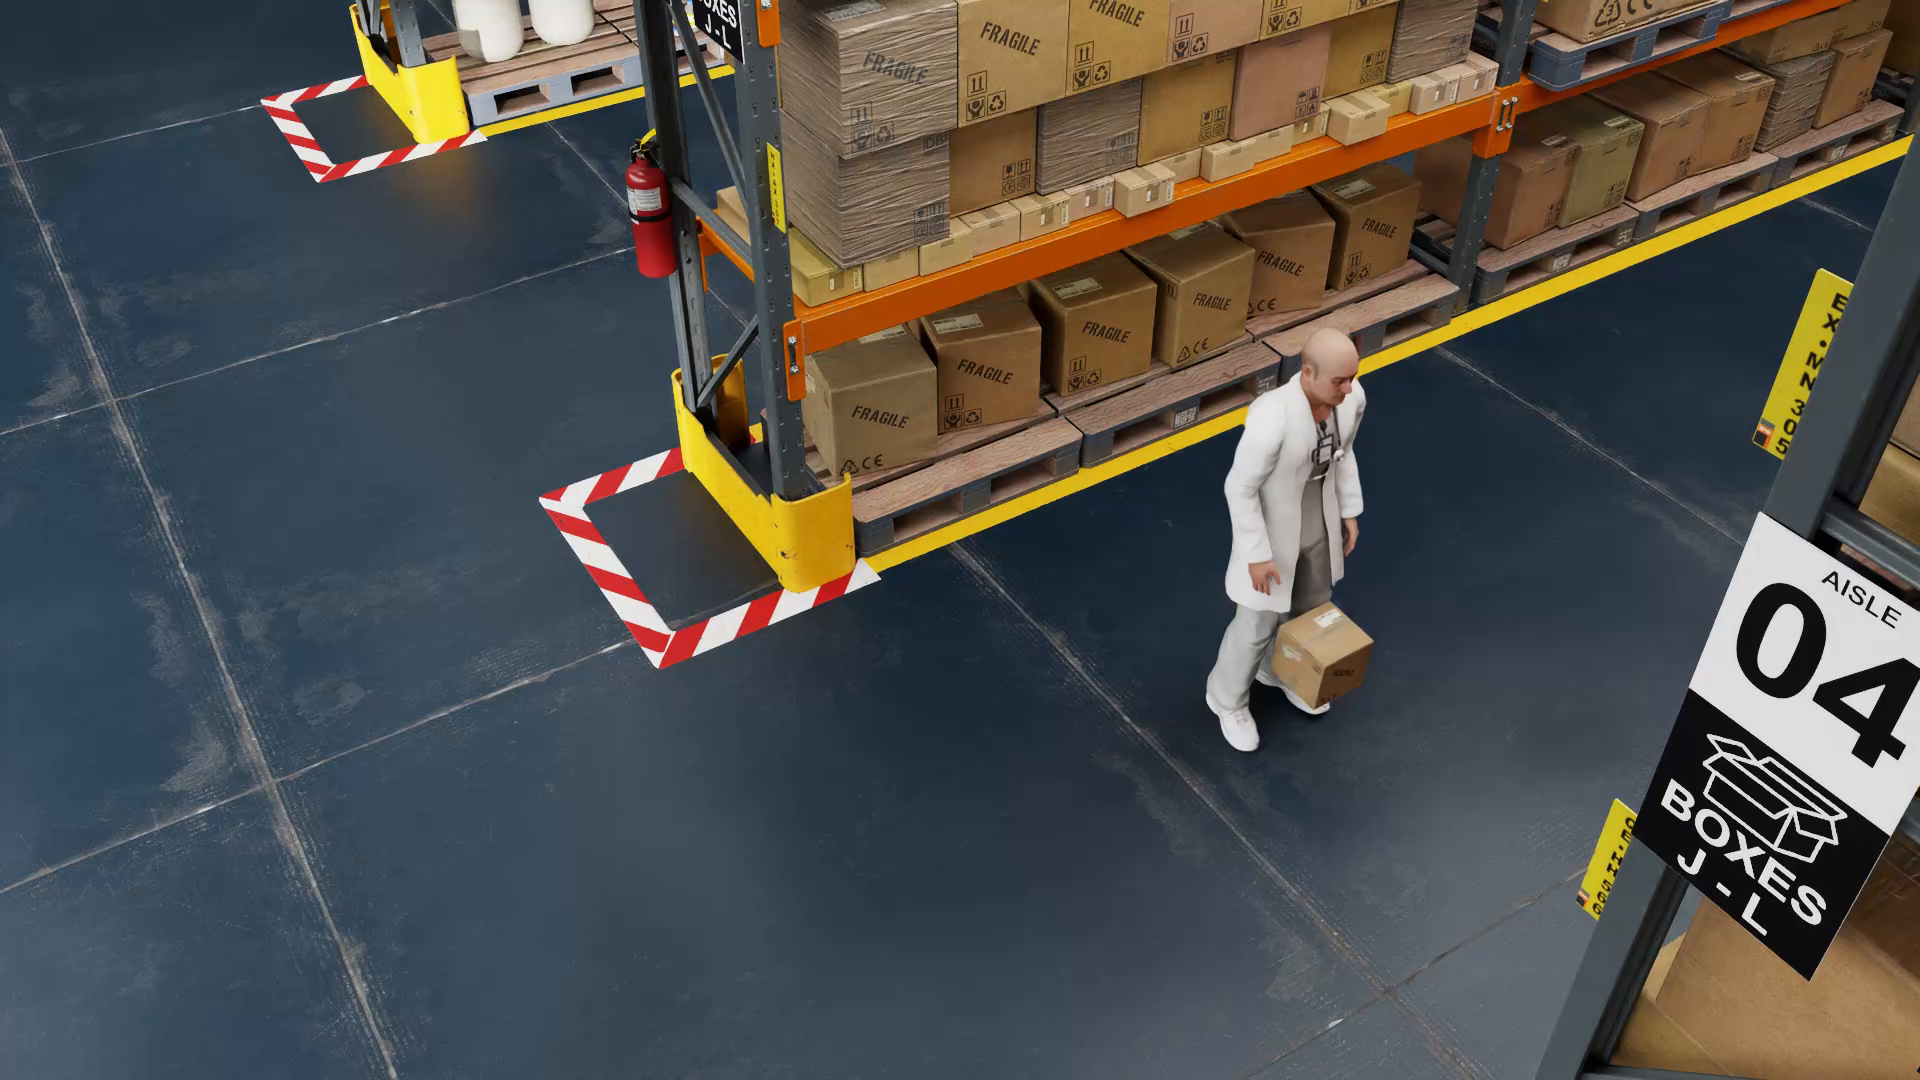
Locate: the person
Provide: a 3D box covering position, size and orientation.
[{"bbox_3d":[1.237,-0.026,6.197,0.594,1.777,0.422,-23,45,-25],"label":"person"}]
